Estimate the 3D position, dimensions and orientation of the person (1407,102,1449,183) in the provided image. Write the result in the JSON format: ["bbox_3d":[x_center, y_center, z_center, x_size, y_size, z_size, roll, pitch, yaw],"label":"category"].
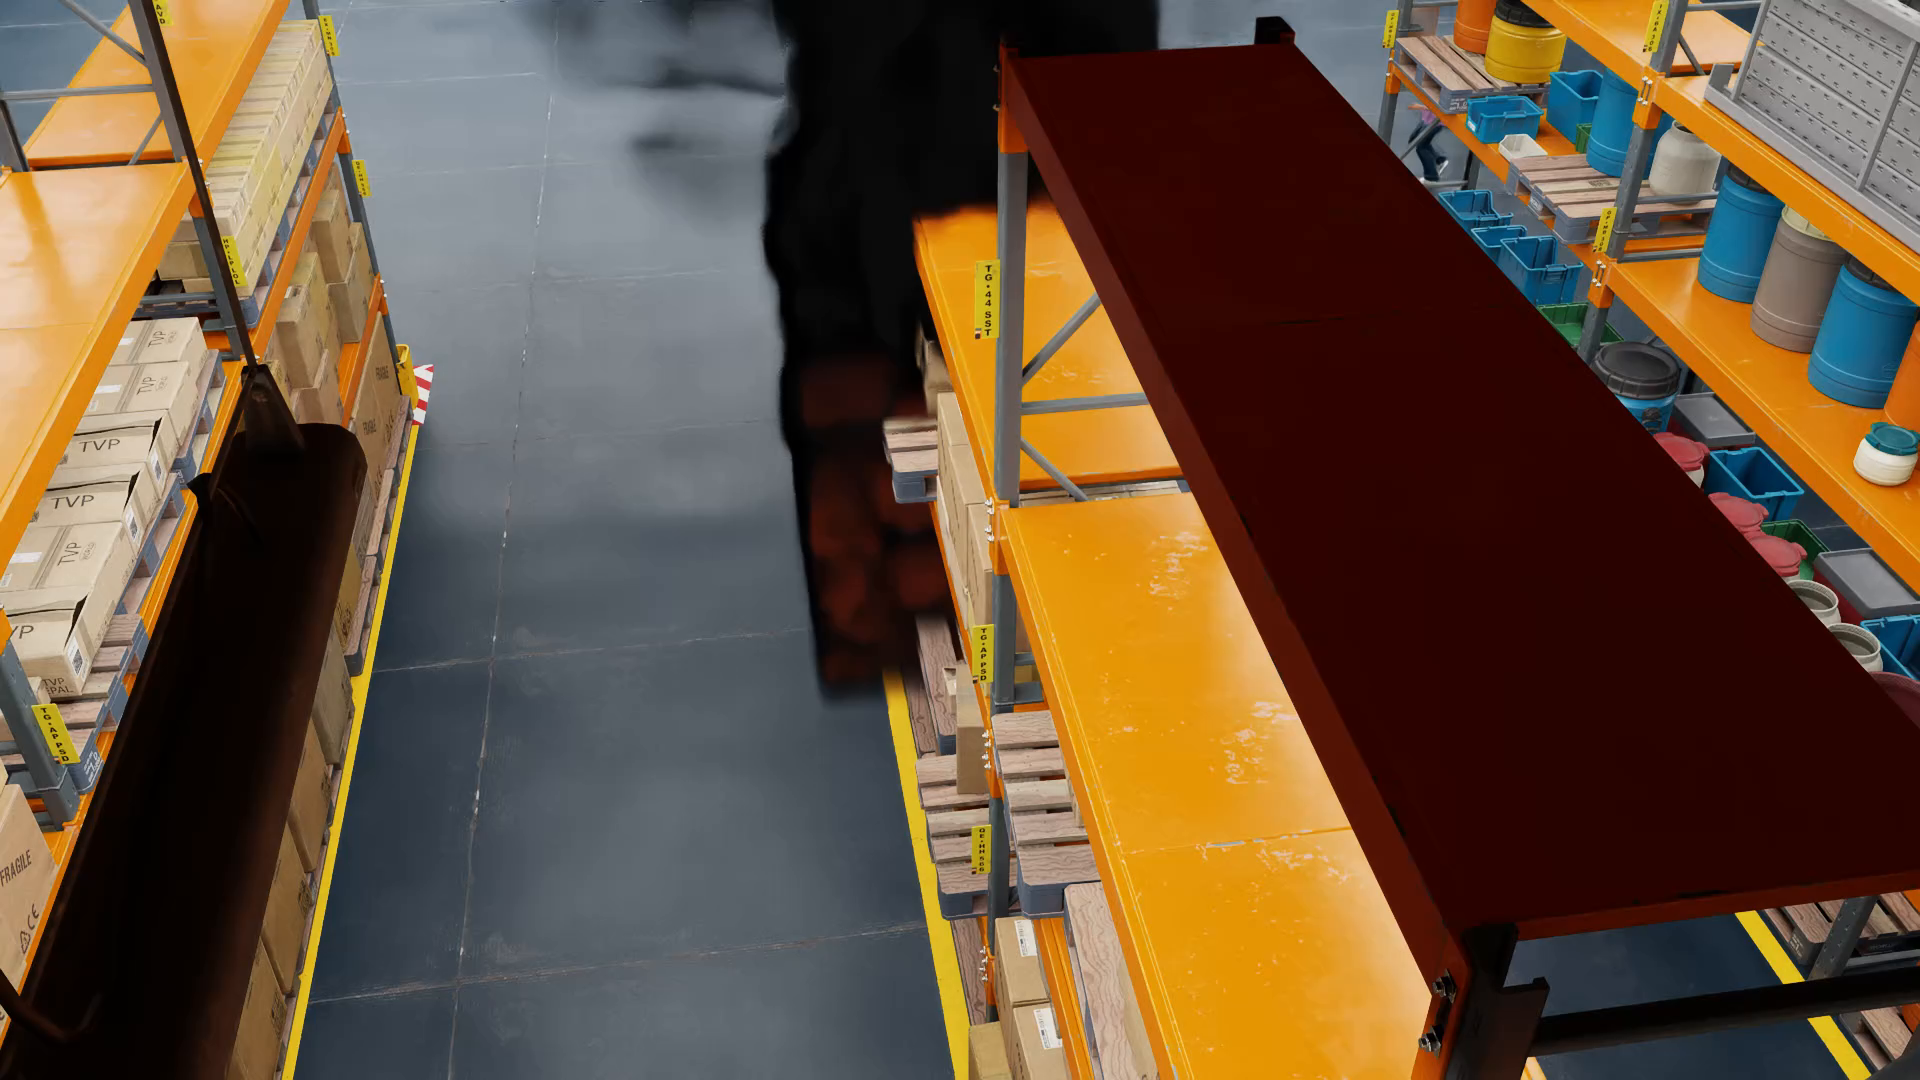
[{"bbox_3d":[5.247,-4.690,18.520,0.546,1.554,0.532,11,38,15],"label":"person"}]
